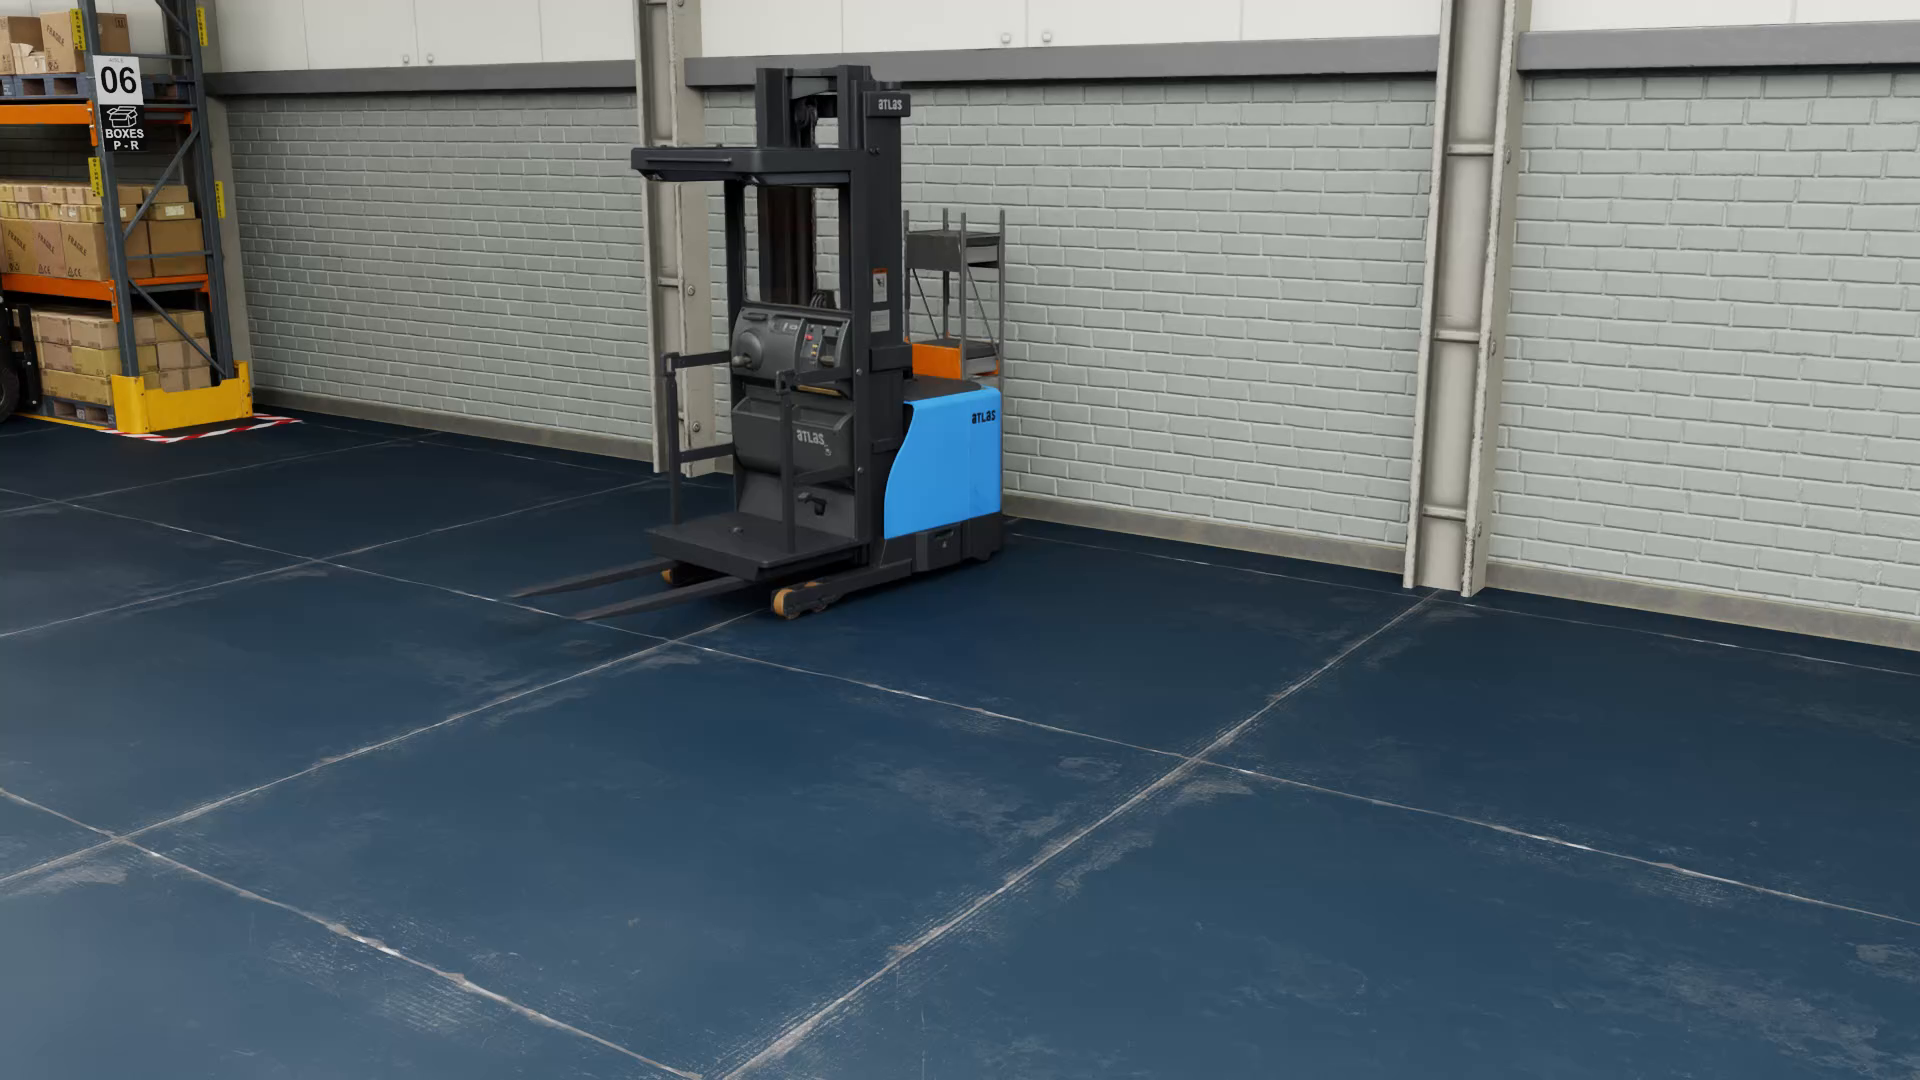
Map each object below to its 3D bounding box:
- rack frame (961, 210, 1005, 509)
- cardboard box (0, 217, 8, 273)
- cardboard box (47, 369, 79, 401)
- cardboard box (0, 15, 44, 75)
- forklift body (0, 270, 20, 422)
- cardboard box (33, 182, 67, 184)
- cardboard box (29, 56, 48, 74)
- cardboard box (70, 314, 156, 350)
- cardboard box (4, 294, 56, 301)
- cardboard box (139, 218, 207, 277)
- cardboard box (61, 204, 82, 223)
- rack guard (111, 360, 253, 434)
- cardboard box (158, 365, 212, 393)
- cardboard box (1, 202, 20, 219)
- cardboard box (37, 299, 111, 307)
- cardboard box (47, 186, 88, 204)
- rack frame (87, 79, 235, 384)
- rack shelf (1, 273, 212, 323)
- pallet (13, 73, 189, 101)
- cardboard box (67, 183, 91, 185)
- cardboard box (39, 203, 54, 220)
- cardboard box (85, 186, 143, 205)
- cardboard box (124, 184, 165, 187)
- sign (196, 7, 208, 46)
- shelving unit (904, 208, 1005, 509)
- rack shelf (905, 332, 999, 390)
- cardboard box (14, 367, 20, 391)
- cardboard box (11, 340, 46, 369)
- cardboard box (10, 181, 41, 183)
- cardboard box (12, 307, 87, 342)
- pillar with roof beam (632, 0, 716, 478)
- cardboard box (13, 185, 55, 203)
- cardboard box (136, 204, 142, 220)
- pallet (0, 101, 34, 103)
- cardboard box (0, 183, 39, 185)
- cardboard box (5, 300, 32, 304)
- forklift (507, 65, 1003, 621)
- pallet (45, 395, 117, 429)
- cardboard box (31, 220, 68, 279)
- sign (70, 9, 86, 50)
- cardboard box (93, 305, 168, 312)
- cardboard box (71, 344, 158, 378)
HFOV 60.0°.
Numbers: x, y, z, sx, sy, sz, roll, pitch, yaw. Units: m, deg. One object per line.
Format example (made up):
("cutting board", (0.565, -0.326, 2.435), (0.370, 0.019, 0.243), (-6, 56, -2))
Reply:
("rack frame", (0.144, -1.023, 10.588), (0.015, 2.100, 0.400), (12, 18, 41))
("cardboard box", (-8.876, -2.790, 15.643), (0.500, 0.500, 0.500), (9, 17, 33))
("cardboard box", (-8.020, -1.460, 15.328), (0.500, 0.250, 0.500), (9, 17, 33))
("cardboard box", (-8.344, -4.448, 15.015), (0.500, 0.500, 0.700), (9, 17, 33))
("forklift body", (-9.639, -2.001, 14.431), (1.214, 2.155, 2.313), (9, 17, 33))
("cardboard box", (-8.695, -3.366, 16.001), (0.250, 0.149, 0.380), (10, 17, 34))
("cardboard box", (-7.904, -4.160, 14.583), (0.250, 0.149, 0.380), (9, 16, 31))
("cardboard box", (-7.603, -1.877, 14.929), (0.500, 0.250, 0.500), (10, 17, 35))
("cardboard box", (-9.421, -2.321, 16.725), (0.500, 0.250, 0.500), (9, 16, 32))
("cardboard box", (-7.303, -2.693, 15.251), (0.500, 0.500, 0.500), (10, 17, 35))
("cardboard box", (-7.720, -2.905, 14.758), (0.250, 0.149, 0.380), (9, 17, 34))
("rack guard", (-7.027, -1.306, 15.058), (0.348, 0.500, 1.175), (9, 17, 33))
("cardboard box", (-7.345, -1.497, 15.475), (0.500, 0.250, 0.500), (9, 17, 33))
("cardboard box", (-8.569, -3.044, 15.318), (0.250, 0.149, 0.380), (9, 17, 33))
("cardboard box", (-8.587, -2.185, 16.174), (0.500, 0.250, 0.500), (9, 16, 32))
("cardboard box", (-7.916, -3.093, 14.898), (0.250, 0.149, 0.380), (10, 17, 34))
("rack frame", (-7.047, -2.523, 14.771), (0.127, 3.000, 1.000), (9, 17, 33))
("rack shelf", (-8.706, -2.442, 15.941), (4.000, 0.370, 1.077), (9, 17, 33))
("pallet", (-7.619, -4.036, 14.825), (1.213, 0.211, 1.003), (9, 17, 33))
("cardboard box", (-8.224, -3.314, 15.790), (0.250, 0.149, 0.380), (9, 16, 31))
("cardboard box", (-8.100, -2.987, 15.091), (0.250, 0.149, 0.380), (9, 17, 32))
("cardboard box", (-7.462, -3.036, 14.670), (0.250, 0.149, 0.380), (9, 17, 33))
("cardboard box", (-7.392, -3.166, 15.194), (0.250, 0.149, 0.380), (10, 17, 35))
("sign", (-6.732, -4.551, 14.740), (0.005, 0.325, 0.100), (9, 17, 33))
("shelving unit", (-0.037, -1.063, 10.747), (0.503, 2.100, 0.431), (12, 18, 41))
("rack shelf", (-0.037, -1.050, 10.750), (0.480, 0.518, 0.431), (12, 18, 41))
("cardboard box", (-8.874, -1.594, 15.870), (0.500, 0.250, 0.500), (10, 17, 35))
("cardboard box", (-8.476, -1.772, 15.546), (0.500, 0.250, 0.500), (9, 16, 32))
("cardboard box", (-9.074, -3.450, 16.339), (0.250, 0.149, 0.380), (9, 16, 32))
("cardboard box", (-8.454, -2.010, 15.466), (0.500, 0.250, 0.500), (9, 17, 34))
("pillar with roof beam", (-4.546, -4.045, 8.435), (0.400, 9.000, 9.100), (9, 17, 33))
("cardboard box", (-8.359, -3.154, 15.145), (0.250, 0.149, 0.380), (10, 17, 34))
("cardboard box", (-7.424, -3.004, 15.156), (0.250, 0.149, 0.380), (9, 17, 33))
("pallet", (-9.644, -4.363, 16.147), (1.213, 0.211, 1.003), (9, 17, 33))
("cardboard box", (-8.738, -3.241, 15.496), (0.250, 0.149, 0.380), (9, 17, 34))
("cardboard box", (-9.302, -2.151, 16.038), (0.500, 0.250, 0.500), (10, 17, 35))
("forklift", (-1.107, -1.130, 9.287), (1.130, 2.935, 3.031), (13, 19, 42))
("pallet", (-7.705, -1.263, 15.487), (1.213, 0.211, 1.003), (9, 17, 33))
("cardboard box", (-8.027, -2.656, 15.103), (0.500, 0.500, 0.500), (10, 17, 35))
("sign", (-7.361, -4.264, 13.884), (0.005, 0.325, 0.100), (9, 17, 33))
("cardboard box", (-7.757, -2.046, 15.611), (0.500, 0.250, 0.500), (9, 17, 33))
("cardboard box", (-7.625, -1.637, 15.003), (0.500, 0.250, 0.500), (9, 16, 32))
